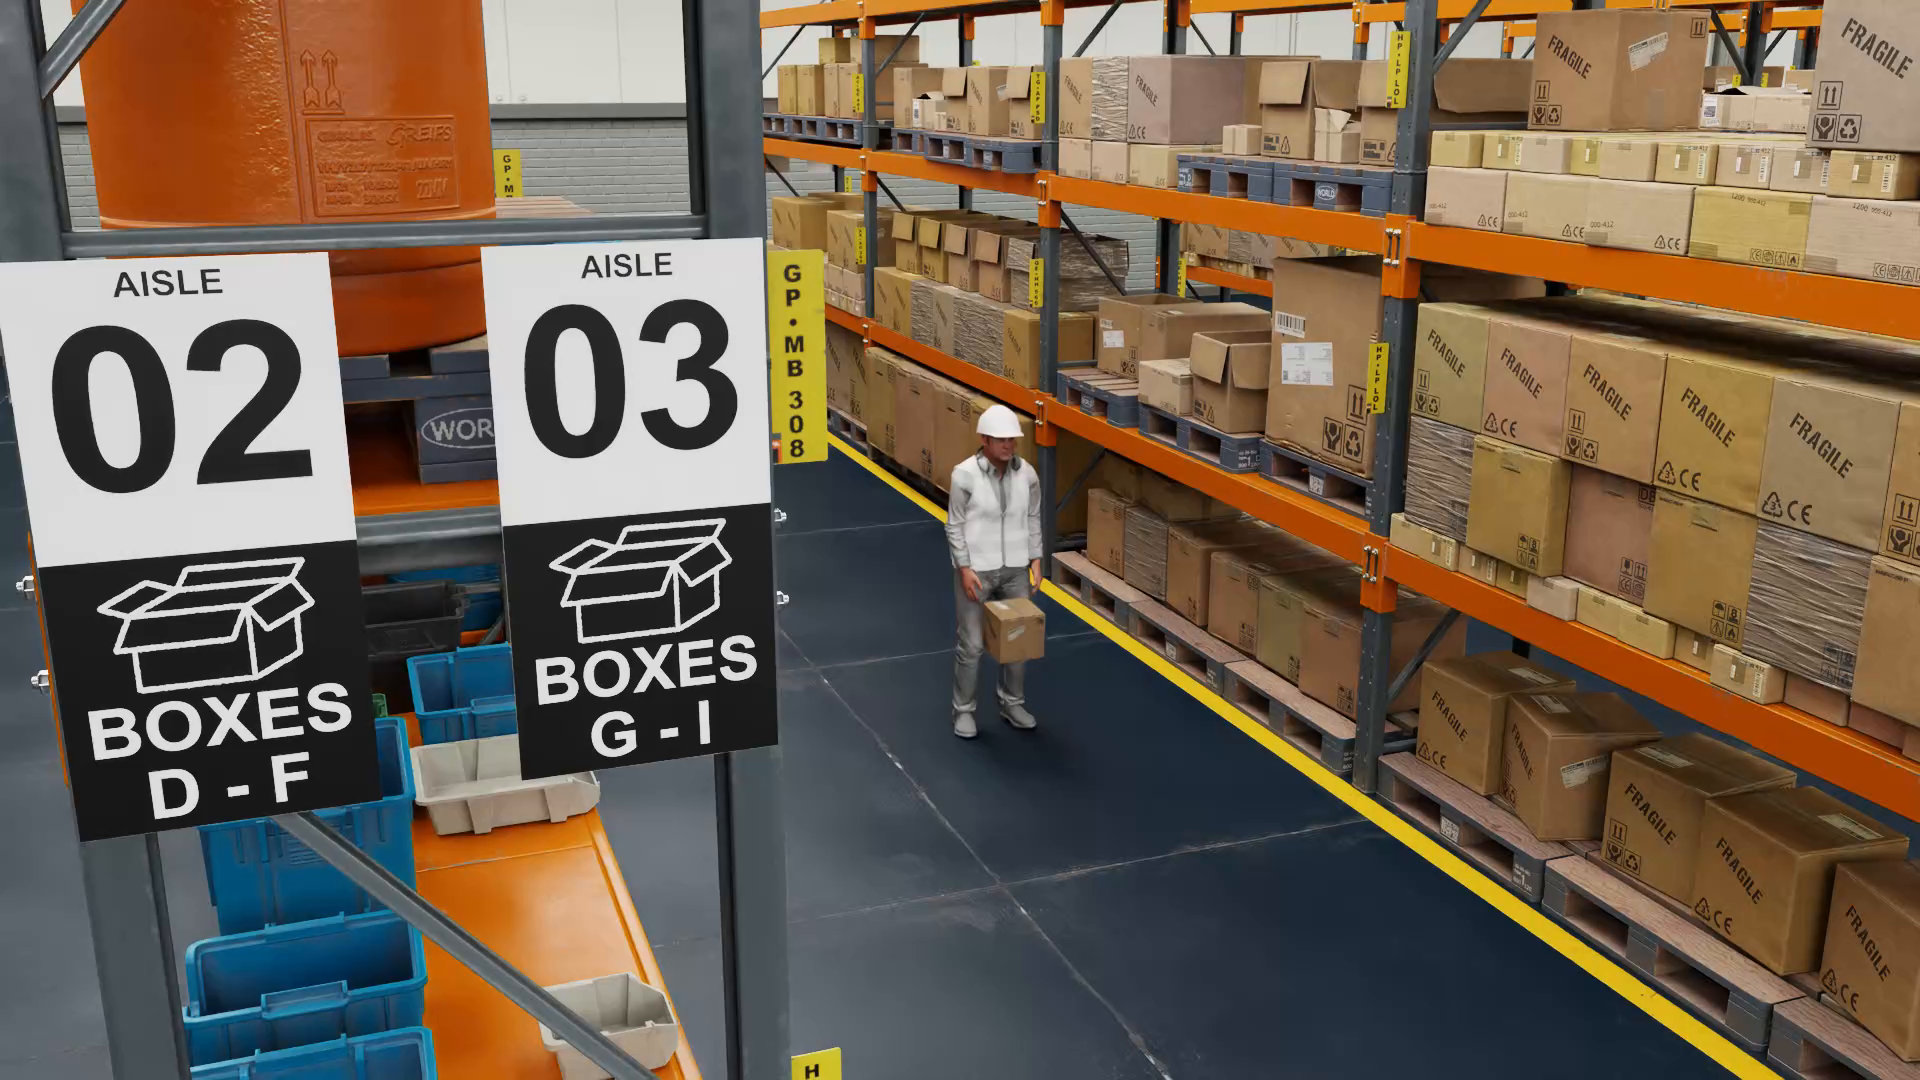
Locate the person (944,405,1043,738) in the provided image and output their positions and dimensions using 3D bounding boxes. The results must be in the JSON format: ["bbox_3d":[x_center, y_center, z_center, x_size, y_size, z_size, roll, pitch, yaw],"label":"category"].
[{"bbox_3d":[0.181,0.147,8.934,0.555,1.777,0.423,-6,17,-21],"label":"person"}]
